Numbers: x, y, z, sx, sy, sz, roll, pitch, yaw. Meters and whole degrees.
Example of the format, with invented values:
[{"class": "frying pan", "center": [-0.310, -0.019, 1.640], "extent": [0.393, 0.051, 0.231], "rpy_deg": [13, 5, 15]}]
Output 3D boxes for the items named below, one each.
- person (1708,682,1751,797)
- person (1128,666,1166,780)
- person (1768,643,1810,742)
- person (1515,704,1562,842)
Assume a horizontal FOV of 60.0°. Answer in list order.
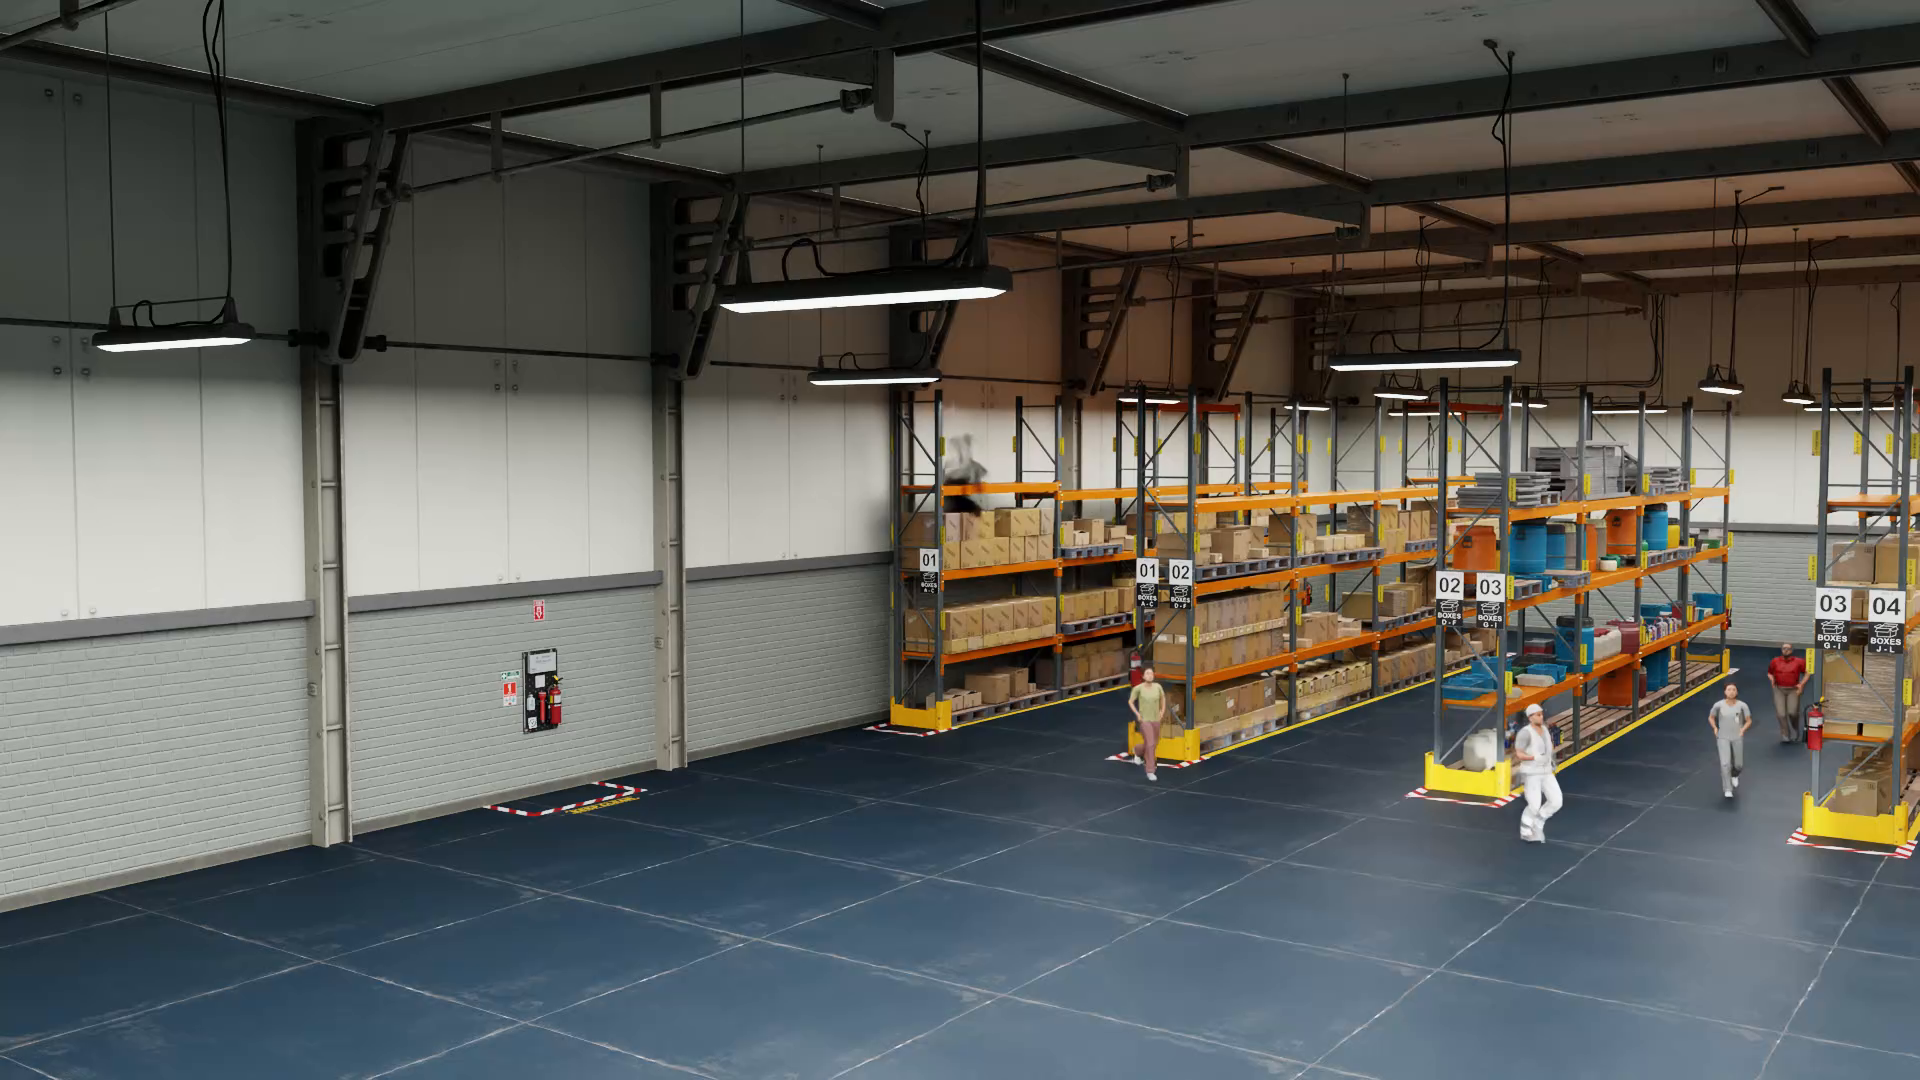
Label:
[{"class": "person", "center": [11.036, 2.844, 23.857], "extent": [0.565, 1.621, 0.646], "rpy_deg": [1, 3, 23]}, {"class": "person", "center": [2.796, 2.704, 24.846], "extent": [0.593, 1.665, 0.760], "rpy_deg": [-1, 3, -16]}, {"class": "person", "center": [13.927, 2.576, 28.015], "extent": [0.638, 1.681, 0.559], "rpy_deg": [2, 4, 35]}, {"class": "person", "center": [7.284, 2.939, 20.837], "extent": [0.639, 1.759, 0.612], "rpy_deg": [-1, 4, -23]}]
